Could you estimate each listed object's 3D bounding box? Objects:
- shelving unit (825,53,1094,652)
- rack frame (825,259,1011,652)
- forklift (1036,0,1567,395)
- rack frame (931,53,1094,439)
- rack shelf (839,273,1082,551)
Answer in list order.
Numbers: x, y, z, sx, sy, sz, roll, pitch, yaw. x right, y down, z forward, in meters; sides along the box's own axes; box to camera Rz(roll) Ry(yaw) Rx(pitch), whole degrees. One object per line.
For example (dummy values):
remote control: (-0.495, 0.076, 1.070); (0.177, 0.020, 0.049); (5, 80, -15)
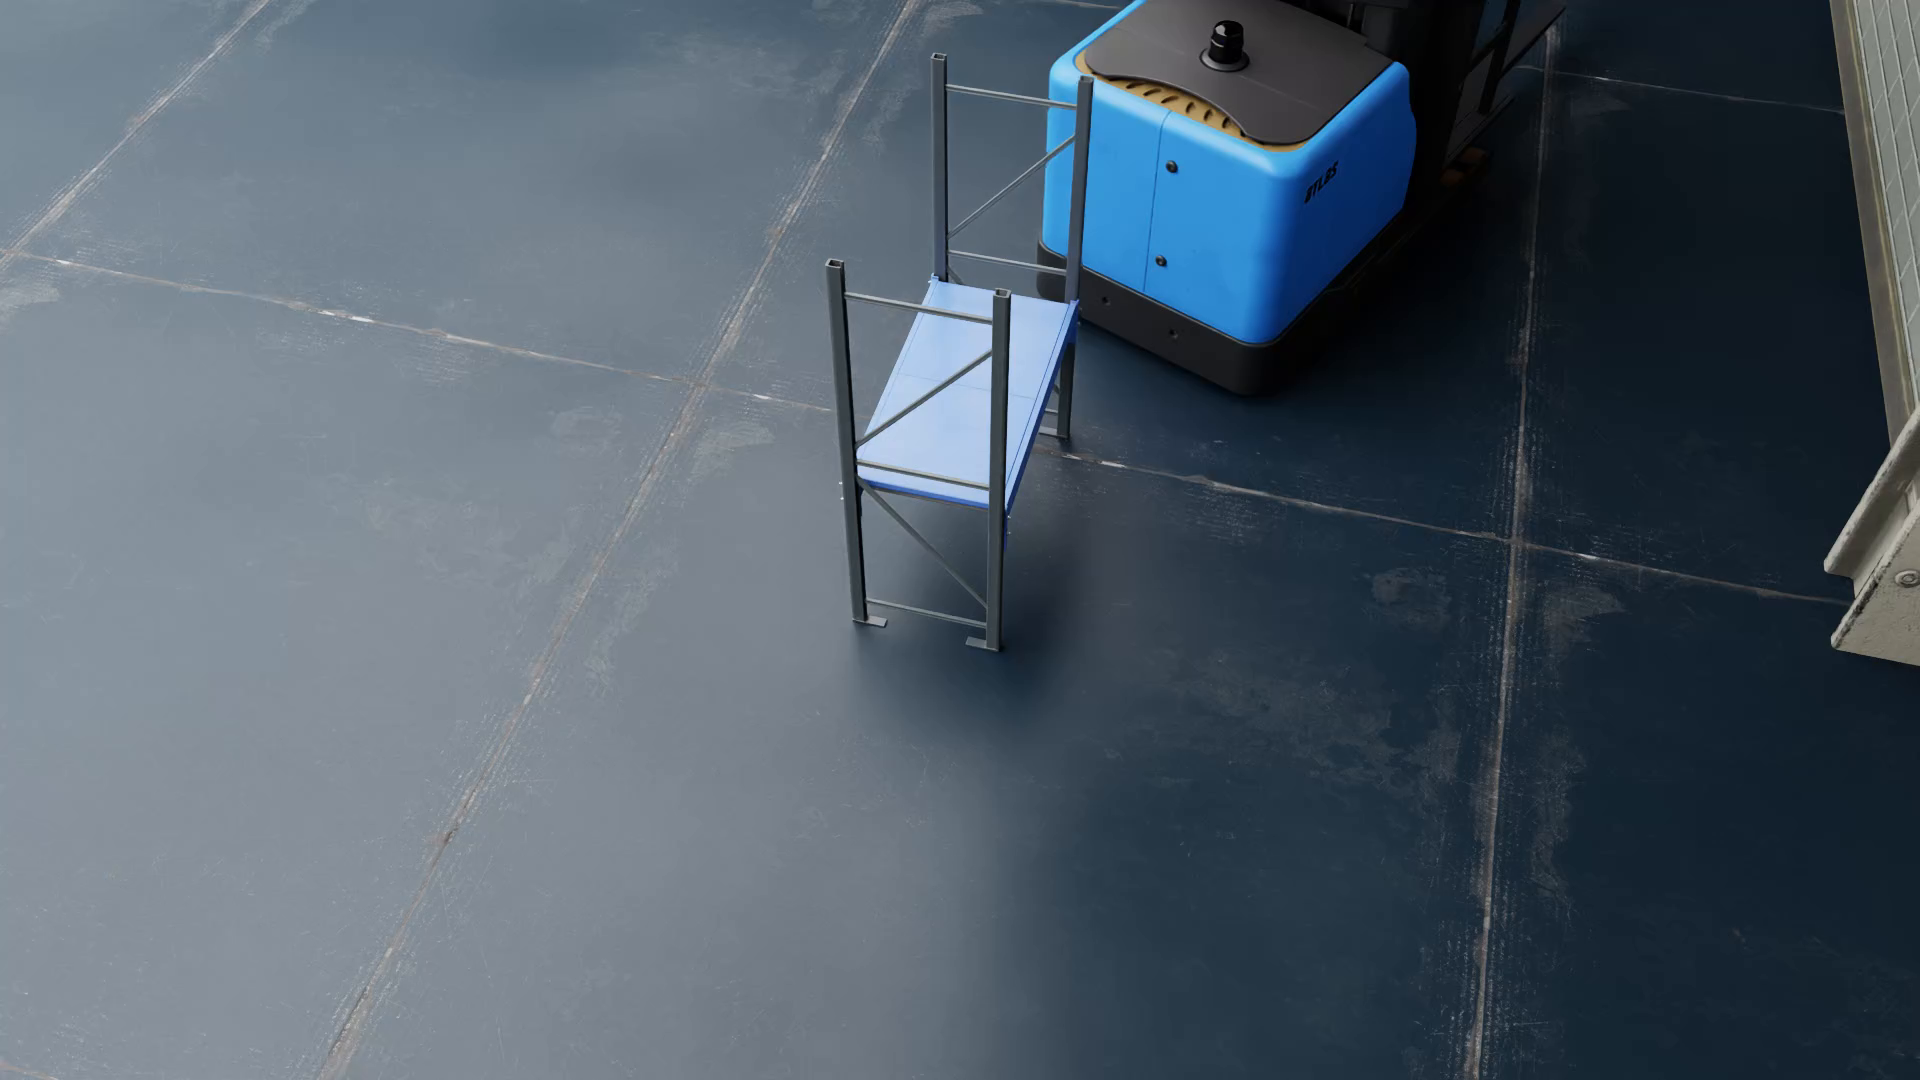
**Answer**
shelving unit: (0.022, -0.558, 5.242); (0.538, 1.500, 1.048); (12, 50, 10)
rack frame: (-0.111, -0.190, 4.918); (0.500, 1.500, 0.032); (12, 50, 10)
forklift: (1.598, -2.560, 6.055); (1.130, 2.935, 3.031); (30, 55, 24)
rack frame: (0.156, -0.926, 5.567); (0.500, 1.500, 0.032); (12, 50, 10)
rack shelf: (0.022, -0.439, 5.377); (0.538, 0.185, 1.000); (12, 50, 10)
